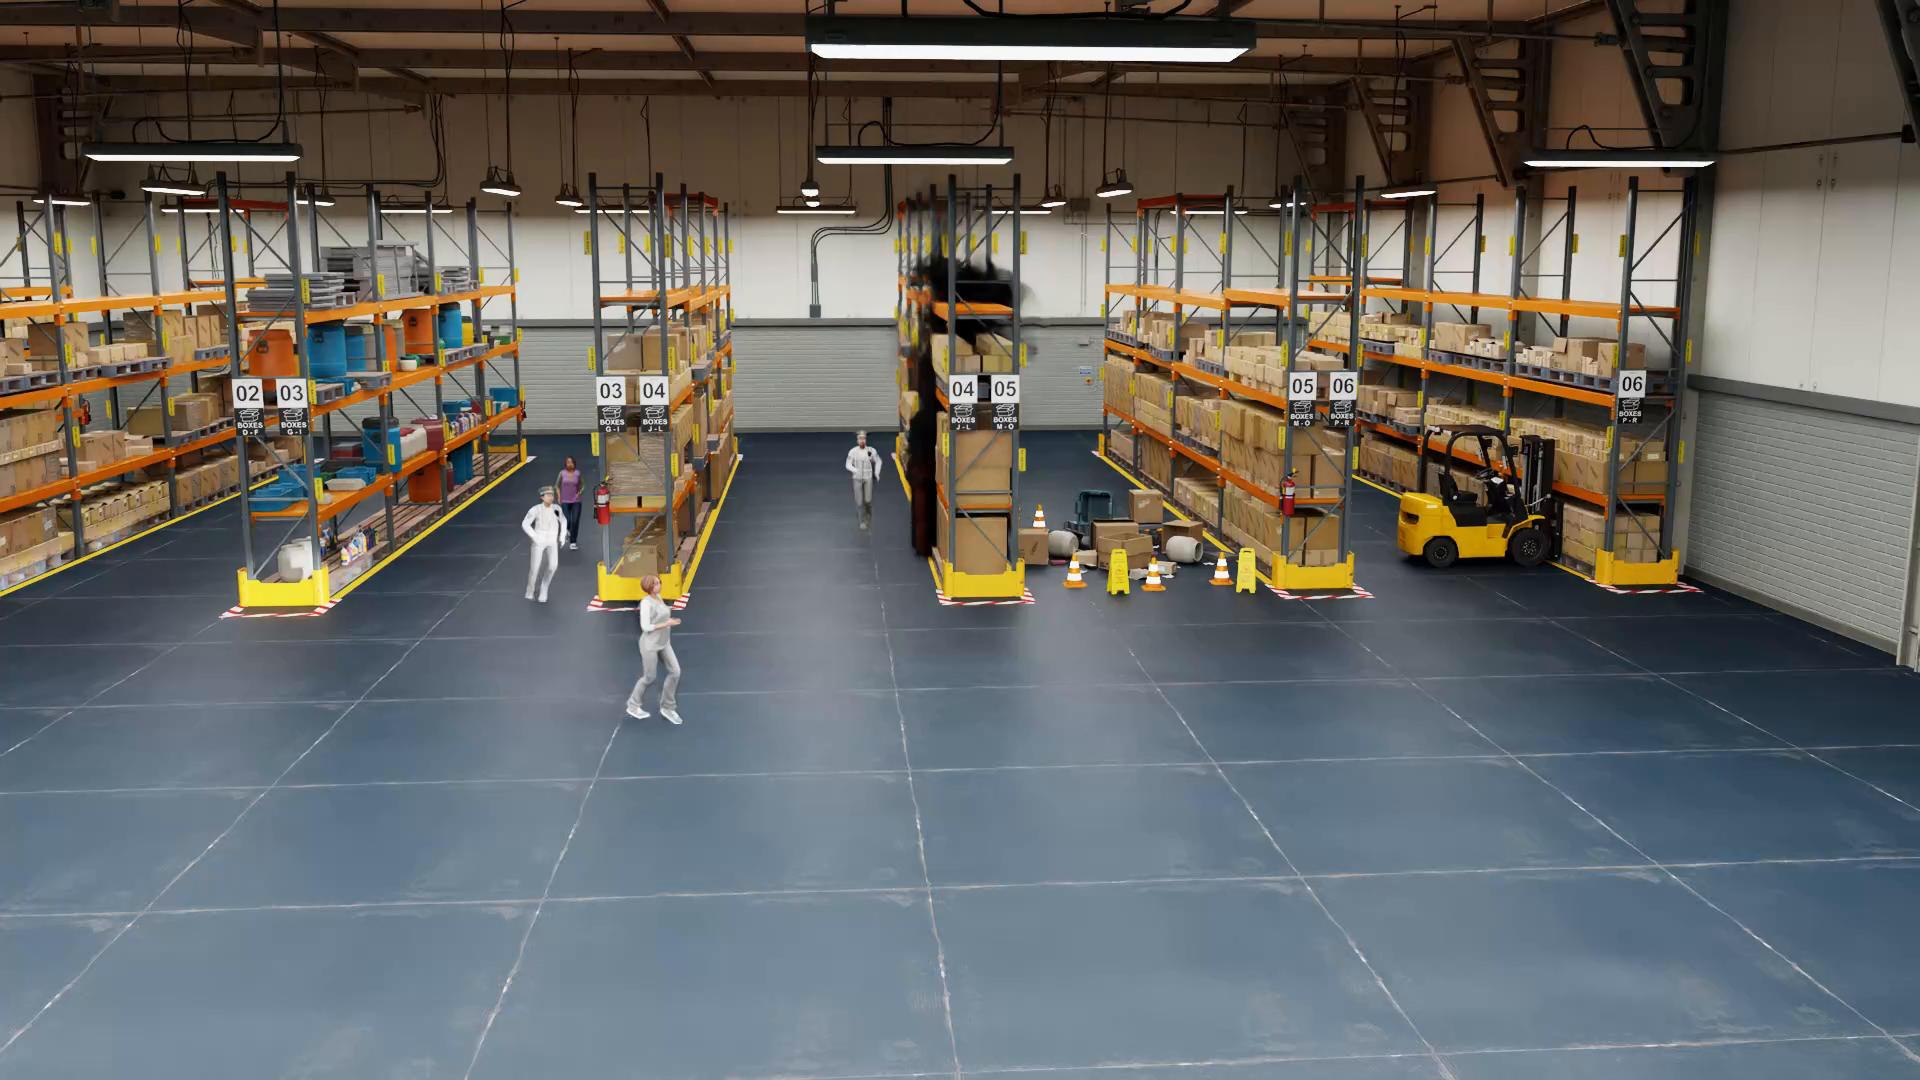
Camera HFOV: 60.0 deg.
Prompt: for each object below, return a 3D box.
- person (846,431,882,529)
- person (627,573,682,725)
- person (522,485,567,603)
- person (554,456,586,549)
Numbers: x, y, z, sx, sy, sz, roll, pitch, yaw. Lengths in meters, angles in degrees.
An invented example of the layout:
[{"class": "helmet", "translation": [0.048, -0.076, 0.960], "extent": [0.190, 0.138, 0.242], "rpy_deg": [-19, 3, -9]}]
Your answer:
[{"class": "person", "translation": [-1.618, -1.002, 27.943], "extent": [0.601, 1.679, 0.547], "rpy_deg": [0, 10, -2]}, {"class": "person", "translation": [-3.217, 1.155, 17.529], "extent": [0.678, 1.635, 0.516], "rpy_deg": [4, 11, 20]}, {"class": "person", "translation": [-5.888, 0.049, 23.693], "extent": [0.674, 1.667, 0.602], "rpy_deg": [-5, 11, -25]}, {"class": "person", "translation": [-6.500, -0.622, 27.773], "extent": [0.507, 1.552, 0.512], "rpy_deg": [-3, 10, -14]}]
